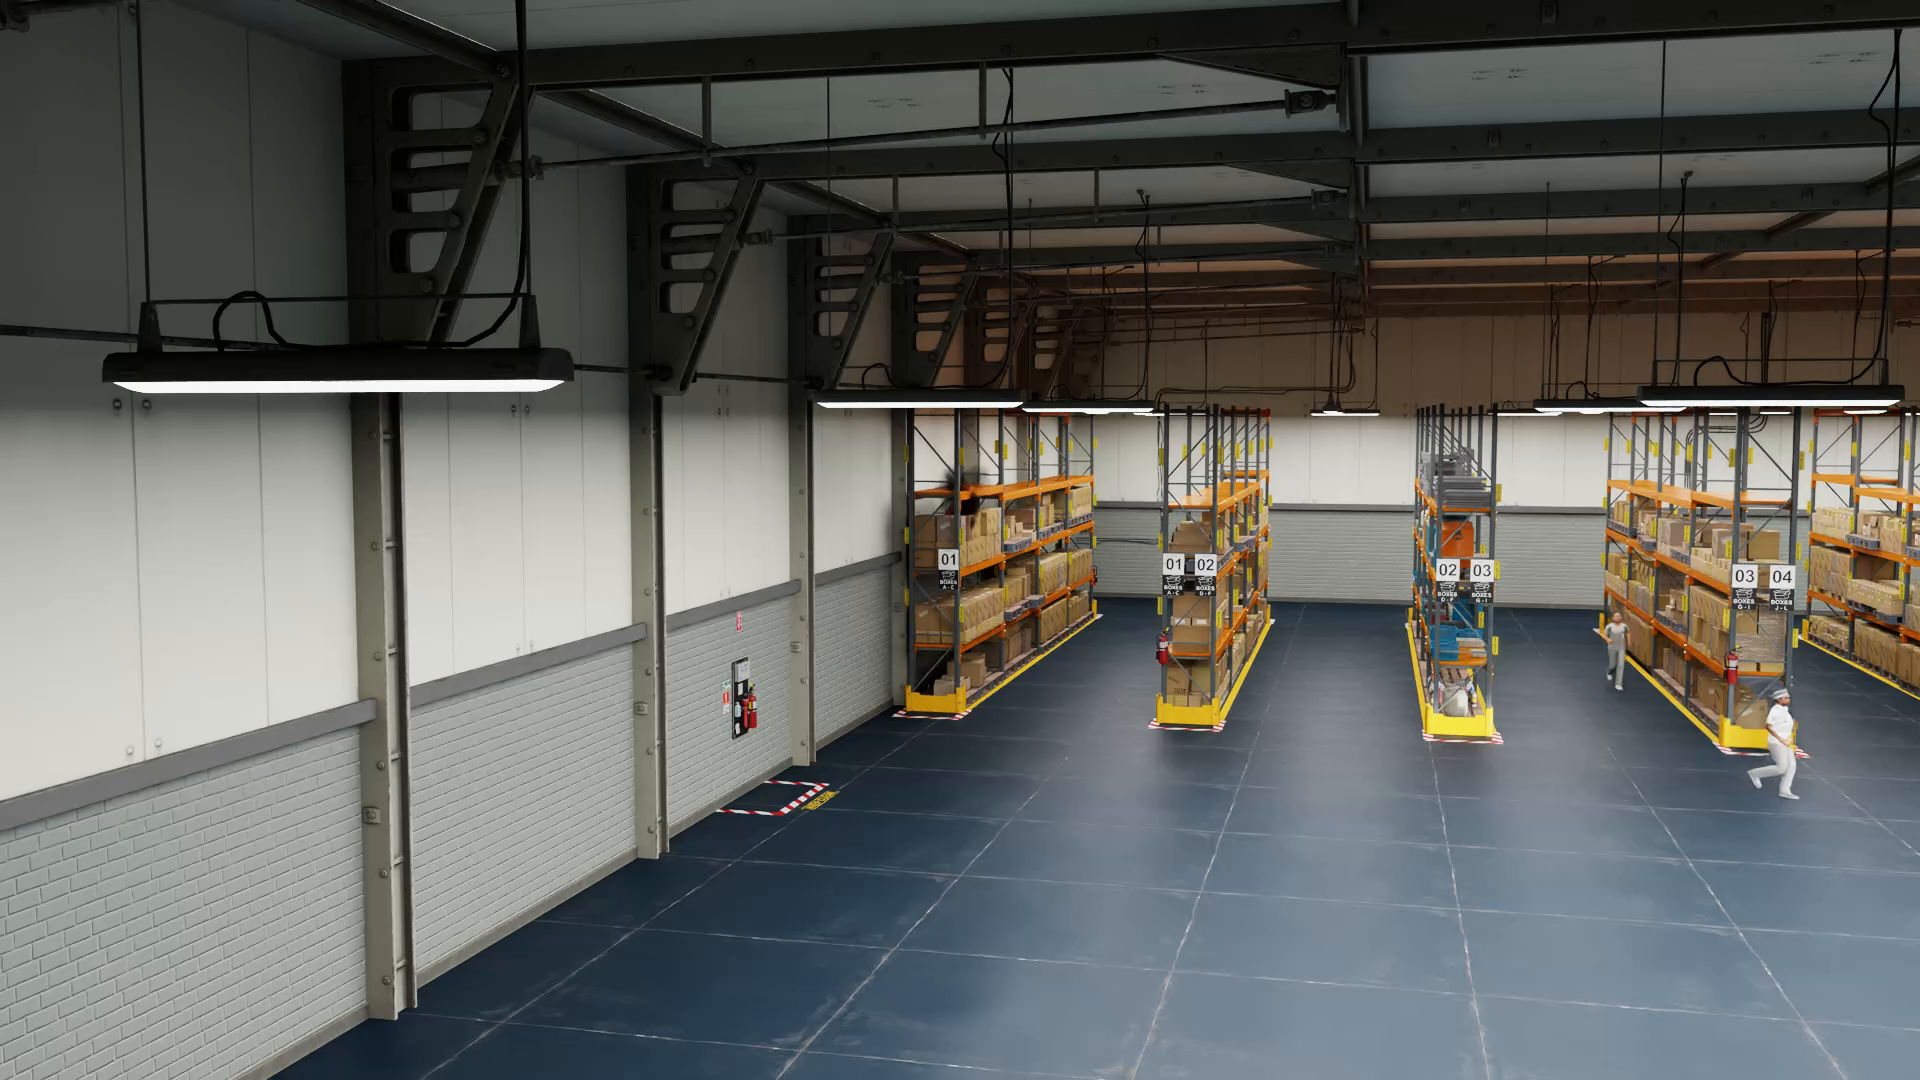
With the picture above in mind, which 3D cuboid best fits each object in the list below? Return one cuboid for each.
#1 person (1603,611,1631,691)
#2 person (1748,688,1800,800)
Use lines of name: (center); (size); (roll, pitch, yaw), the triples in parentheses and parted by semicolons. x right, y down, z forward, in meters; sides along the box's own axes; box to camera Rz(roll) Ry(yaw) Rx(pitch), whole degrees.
person: (13.954, 2.326, 35.296); (0.584, 1.633, 0.970); (1, 4, 11)
person: (12.392, 3.070, 25.182); (0.649, 1.677, 0.597); (4, 6, 42)
